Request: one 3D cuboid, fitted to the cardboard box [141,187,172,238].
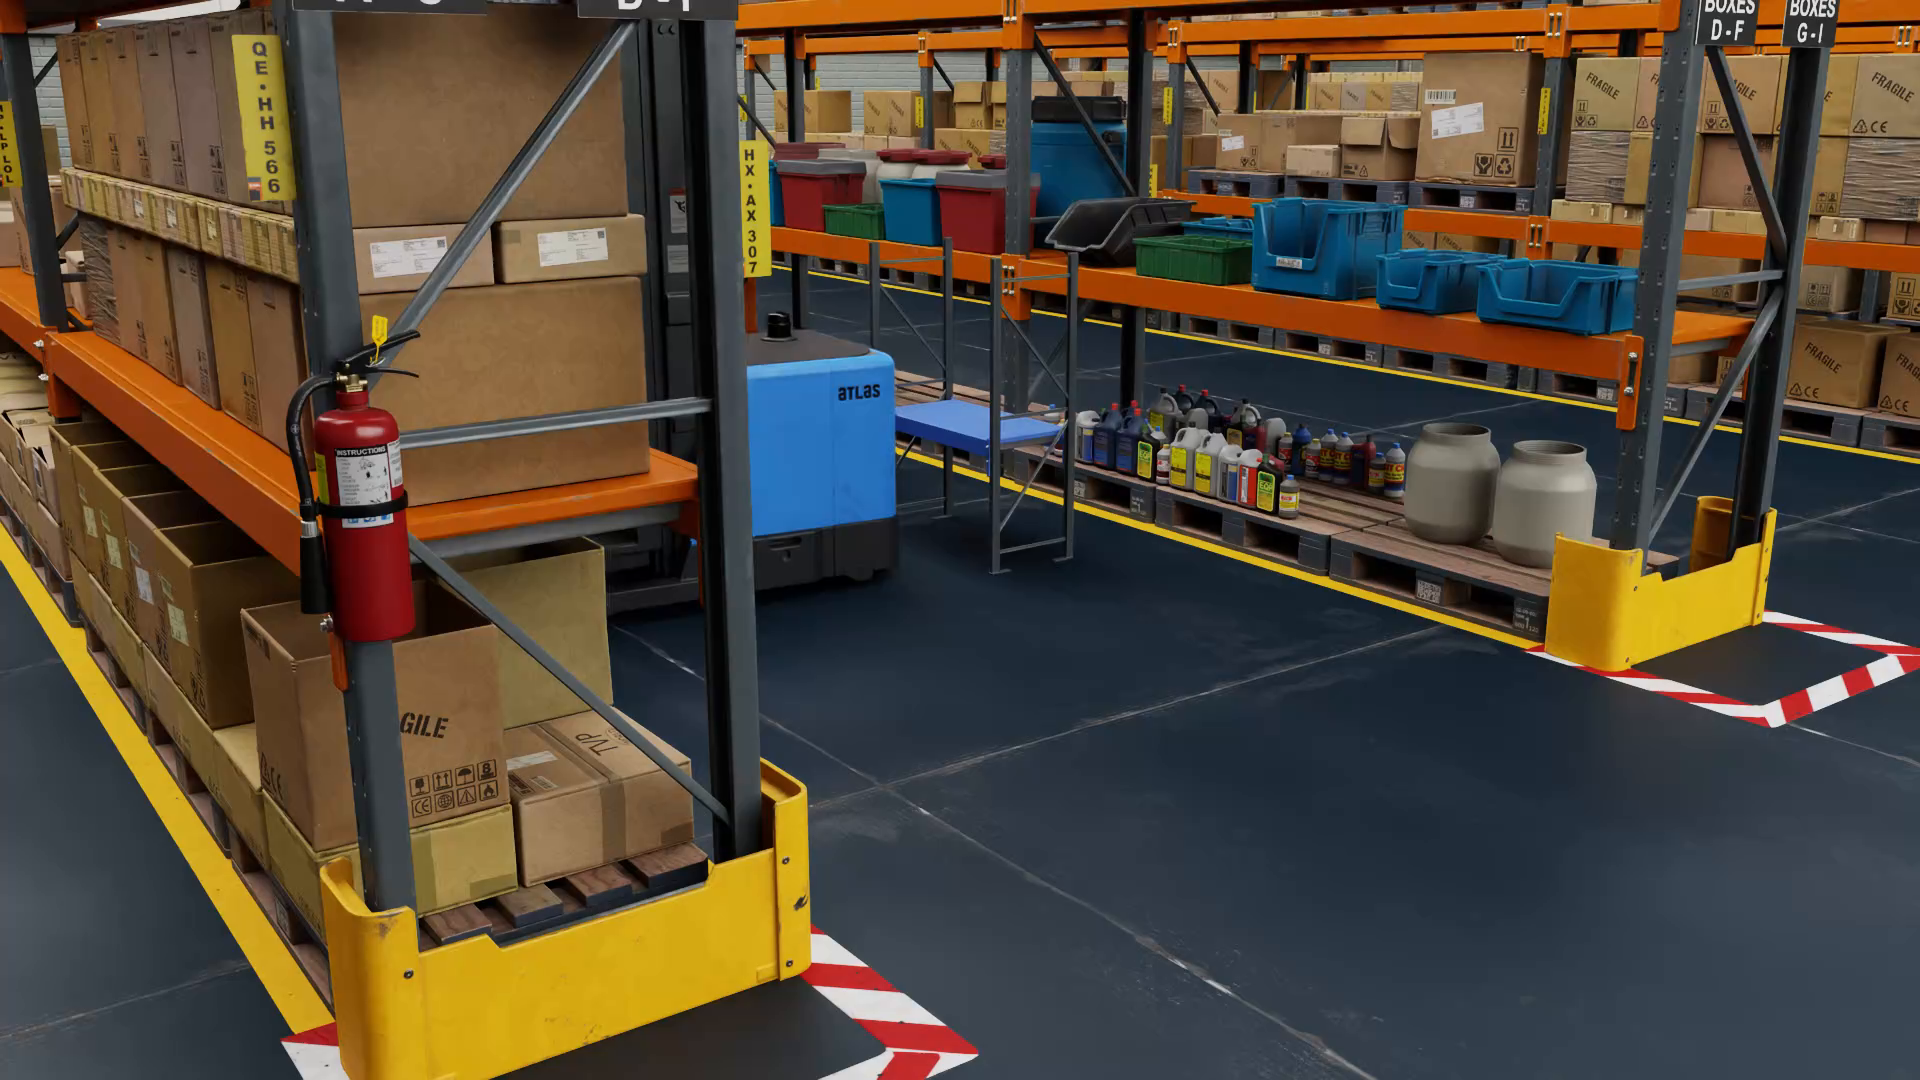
[{"bbox_3d":[-2.396,-1.060,5.350,0.380,0.149,0.250,-11,19,-35],"label":"cardboard box"}]

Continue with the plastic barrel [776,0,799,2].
[{"bbox_3d":[-0.962,-4.044,11.175,0.600,0.830,0.708,-11,19,-35],"label":"plastic barrel"}]

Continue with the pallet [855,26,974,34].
[{"bbox_3d":[-0.472,-5.942,19.091,1.003,0.211,1.213,-11,19,-35],"label":"pallet"}]

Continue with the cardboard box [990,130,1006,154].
[{"bbox_3d":[0.659,-4.059,17.535,0.500,0.500,0.500,-11,19,-36],"label":"cardboard box"}]

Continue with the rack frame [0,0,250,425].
[{"bbox_3d":[-3.311,-1.117,6.974,1.000,3.000,0.127,-11,19,-35],"label":"rack frame"}]

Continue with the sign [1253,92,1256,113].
[{"bbox_3d":[2.786,-4.114,15.883,0.100,0.325,0.005,-11,19,-35],"label":"sign"}]

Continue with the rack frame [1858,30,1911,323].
[{"bbox_3d":[8.776,-3.402,15.324,1.000,3.000,0.127,-11,19,-35],"label":"rack frame"}]

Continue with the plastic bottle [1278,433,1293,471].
[{"bbox_3d":[1.796,-0.488,9.146,0.097,0.201,0.097,0,15,0],"label":"plastic bottle"}]

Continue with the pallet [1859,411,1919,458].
[{"bbox_3d":[6.562,-0.650,10.550,1.003,0.211,1.213,-11,19,-35],"label":"pallet"}]

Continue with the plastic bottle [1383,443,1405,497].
[{"bbox_3d":[2.236,-0.362,8.553,0.097,0.271,0.097,0,15,0],"label":"plastic bottle"}]

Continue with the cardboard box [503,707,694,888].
[{"bbox_3d":[-1.094,0.712,4.706,0.500,0.250,0.500,-11,19,-35],"label":"cardboard box"}]

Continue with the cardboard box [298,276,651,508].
[{"bbox_3d":[-1.223,-0.413,4.212,0.700,0.500,0.500,-11,19,-35],"label":"cardboard box"}]

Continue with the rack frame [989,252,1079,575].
[{"bbox_3d":[0.349,-0.597,7.915,0.500,1.500,0.032,-11,19,-35],"label":"rack frame"}]

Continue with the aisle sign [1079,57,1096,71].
[{"bbox_3d":[1.920,-7.280,24.570,0.394,0.787,0.004,-11,19,-35],"label":"aisle sign"}]

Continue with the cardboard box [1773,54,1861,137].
[{"bbox_3d":[5.655,-2.874,10.746,0.500,0.500,0.500,-11,19,-35],"label":"cardboard box"}]

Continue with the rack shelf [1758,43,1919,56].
[{"bbox_3d":[11.544,-5.719,19.469,1.077,0.370,4.000,-11,19,-35],"label":"rack shelf"}]

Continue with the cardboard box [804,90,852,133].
[{"bbox_3d":[-1.684,-5.288,20.515,0.500,0.500,0.500,-11,19,-36],"label":"cardboard box"}]

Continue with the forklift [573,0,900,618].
[{"bbox_3d":[-1.826,-1.150,7.226,3.031,2.935,1.130,-8,17,-28],"label":"forklift"}]

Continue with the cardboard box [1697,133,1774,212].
[{"bbox_3d":[5.560,-2.536,11.408,0.875,0.500,0.500,-11,19,-35],"label":"cardboard box"}]

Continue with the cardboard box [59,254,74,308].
[{"bbox_3d":[-3.976,-1.211,7.574,0.396,0.266,0.258,-11,19,-36],"label":"cardboard box"}]

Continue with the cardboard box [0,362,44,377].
[{"bbox_3d":[-5.277,-0.849,9.349,0.500,0.311,0.500,-11,19,-36],"label":"cardboard box"}]

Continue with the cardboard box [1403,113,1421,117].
[{"bbox_3d":[5.305,-4.824,19.074,0.380,0.149,0.250,-10,18,-33],"label":"cardboard box"}]

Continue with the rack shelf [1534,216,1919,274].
[{"bbox_3d":[5.880,-1.880,11.124,1.077,0.370,4.000,-11,19,-35],"label":"rack shelf"}]

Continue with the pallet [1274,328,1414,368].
[{"bbox_3d":[3.524,-1.735,14.517,1.003,0.211,1.213,-11,19,-35],"label":"pallet"}]

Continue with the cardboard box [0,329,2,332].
[{"bbox_3d":[-6.439,-1.514,10.906,0.500,0.250,0.500,-10,18,-32],"label":"cardboard box"}]

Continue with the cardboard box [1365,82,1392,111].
[{"bbox_3d":[6.629,-6.814,25.706,0.500,0.500,0.500,-11,19,-34],"label":"cardboard box"}]

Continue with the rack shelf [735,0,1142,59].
[{"bbox_3d":[-0.478,-3.412,11.040,1.077,0.370,4.000,-11,19,-35],"label":"rack shelf"}]

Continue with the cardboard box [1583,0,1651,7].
[{"bbox_3d":[4.762,-3.892,11.717,0.500,0.250,0.500,-12,19,-37],"label":"cardboard box"}]

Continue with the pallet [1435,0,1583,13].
[{"bbox_3d":[4.427,-4.158,12.760,1.213,0.211,1.003,-11,19,-35],"label":"pallet"}]

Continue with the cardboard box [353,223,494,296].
[{"bbox_3d":[-1.338,-0.676,3.945,0.380,0.149,0.250,-11,19,-35],"label":"cardboard box"}]

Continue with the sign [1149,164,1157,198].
[{"bbox_3d":[1.149,-2.101,10.048,0.100,0.325,0.005,-11,19,-35],"label":"sign"}]

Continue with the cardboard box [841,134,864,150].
[{"bbox_3d":[-1.078,-4.706,19.808,0.500,0.250,0.500,-10,18,-33],"label":"cardboard box"}]

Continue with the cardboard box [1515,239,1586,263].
[{"bbox_3d":[6.709,-3.230,18.160,1.050,0.750,0.750,-11,19,-35],"label":"cardboard box"}]

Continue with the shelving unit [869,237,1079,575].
[{"bbox_3d":[0.050,-0.705,8.312,0.538,1.500,1.048,-11,19,-35],"label":"shelving unit"}]

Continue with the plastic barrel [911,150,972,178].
[{"bbox_3d":[-0.119,-2.345,11.206,0.433,0.535,0.433,0,15,0],"label":"plastic barrel"}]

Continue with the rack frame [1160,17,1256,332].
[{"bbox_3d":[2.352,-3.508,15.710,1.000,3.000,0.127,-11,19,-35],"label":"rack frame"}]

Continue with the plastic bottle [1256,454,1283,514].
[{"bbox_3d":[1.532,-0.279,8.225,0.061,0.283,0.133,-10,18,-33],"label":"plastic bottle"}]

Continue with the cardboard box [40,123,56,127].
[{"bbox_3d":[-6.508,-2.564,11.276,0.700,0.500,0.500,-7,17,-24],"label":"cardboard box"}]

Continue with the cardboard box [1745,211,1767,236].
[{"bbox_3d":[5.480,-2.122,11.122,0.380,0.149,0.250,-11,19,-35],"label":"cardboard box"}]

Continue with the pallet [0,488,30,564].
[{"bbox_3d":[-4.497,-0.184,8.848,1.003,0.211,1.213,-11,19,-35],"label":"pallet"}]

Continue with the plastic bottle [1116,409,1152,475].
[{"bbox_3d":[0.948,-0.542,9.060,0.144,0.351,0.185,-12,19,-37],"label":"plastic bottle"}]

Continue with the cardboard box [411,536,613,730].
[{"bbox_3d":[-1.390,0.244,4.996,0.500,0.500,0.500,-11,19,-35],"label":"cardboard box"}]

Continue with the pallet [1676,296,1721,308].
[{"bbox_3d":[7.540,-2.471,17.204,1.003,0.211,1.213,-11,19,-35],"label":"pallet"}]

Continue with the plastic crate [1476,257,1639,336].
[{"bbox_3d":[2.513,-1.019,6.900,0.499,0.251,0.616,-11,19,-35],"label":"plastic crate"}]

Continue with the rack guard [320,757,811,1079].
[{"bbox_3d":[-0.945,0.948,4.165,1.175,0.500,0.348,-11,19,-35],"label":"rack guard"}]

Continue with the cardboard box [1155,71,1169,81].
[{"bbox_3d":[2.979,-6.064,22.402,0.500,0.500,0.500,-10,18,-33],"label":"cardboard box"}]

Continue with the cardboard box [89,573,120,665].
[{"bbox_3d":[-2.994,0.261,6.355,0.500,0.250,0.500,-11,19,-35],"label":"cardboard box"}]

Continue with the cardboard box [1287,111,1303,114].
[{"bbox_3d":[4.249,-5.209,20.481,0.380,0.149,0.250,-11,19,-34],"label":"cardboard box"}]

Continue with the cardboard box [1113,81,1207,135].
[{"bbox_3d":[1.936,-4.199,16.144,0.797,0.503,0.637,-10,18,-33],"label":"cardboard box"}]

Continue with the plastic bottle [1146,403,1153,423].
[{"bbox_3d":[1.163,-0.718,9.986,0.097,0.201,0.097,0,15,0],"label":"plastic bottle"}]

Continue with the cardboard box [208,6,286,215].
[{"bbox_3d":[-1.568,-1.161,4.489,0.700,0.500,0.500,-11,19,-36],"label":"cardboard box"}]

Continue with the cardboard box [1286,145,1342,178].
[{"bbox_3d":[3.152,-3.244,14.237,0.500,0.250,0.500,-12,19,-36],"label":"cardboard box"}]

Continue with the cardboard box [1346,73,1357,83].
[{"bbox_3d":[6.288,-7.259,26.105,0.380,0.149,0.250,-11,19,-34],"label":"cardboard box"}]
